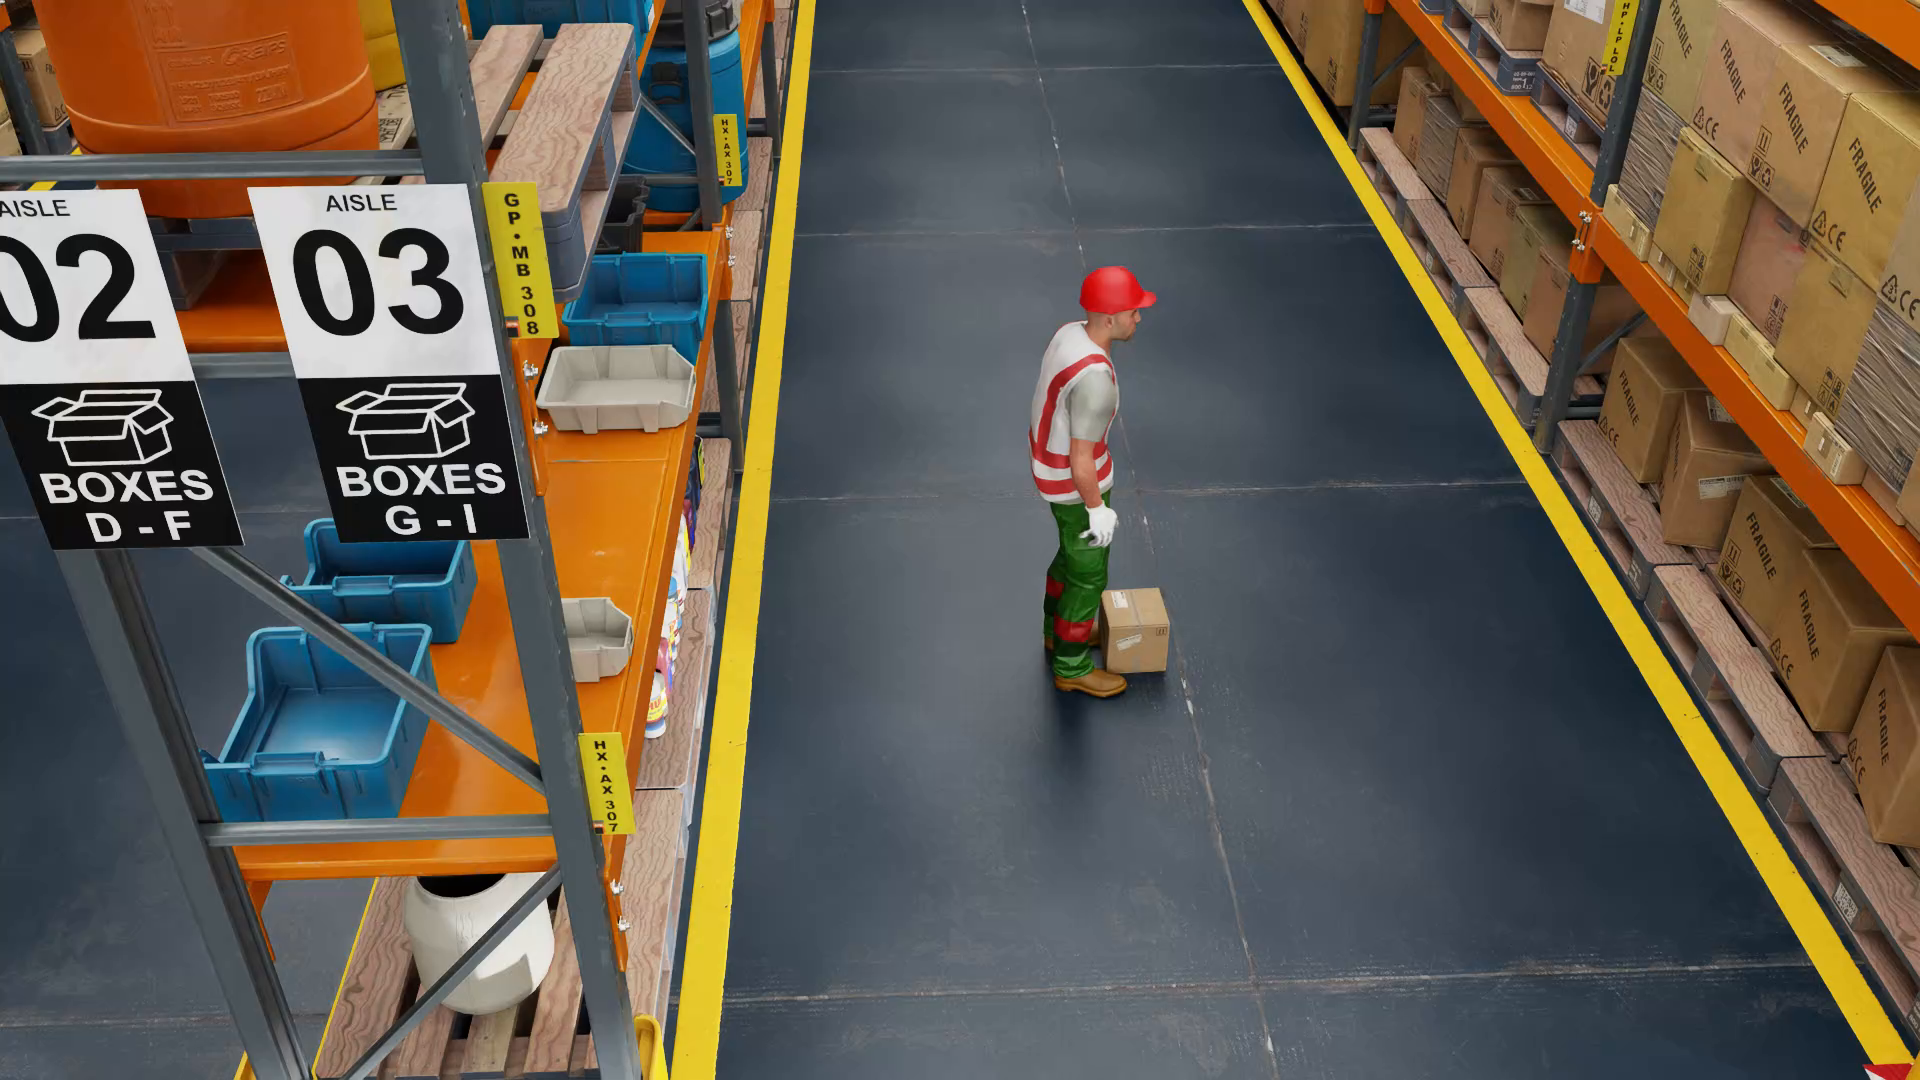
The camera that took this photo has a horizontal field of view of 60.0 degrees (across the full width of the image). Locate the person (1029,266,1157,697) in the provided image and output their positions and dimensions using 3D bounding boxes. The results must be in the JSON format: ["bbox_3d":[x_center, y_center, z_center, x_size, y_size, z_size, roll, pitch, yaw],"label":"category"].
[{"bbox_3d":[0.493,-0.233,6.465,0.448,1.780,0.609,-1,35,-2],"label":"person"}]
